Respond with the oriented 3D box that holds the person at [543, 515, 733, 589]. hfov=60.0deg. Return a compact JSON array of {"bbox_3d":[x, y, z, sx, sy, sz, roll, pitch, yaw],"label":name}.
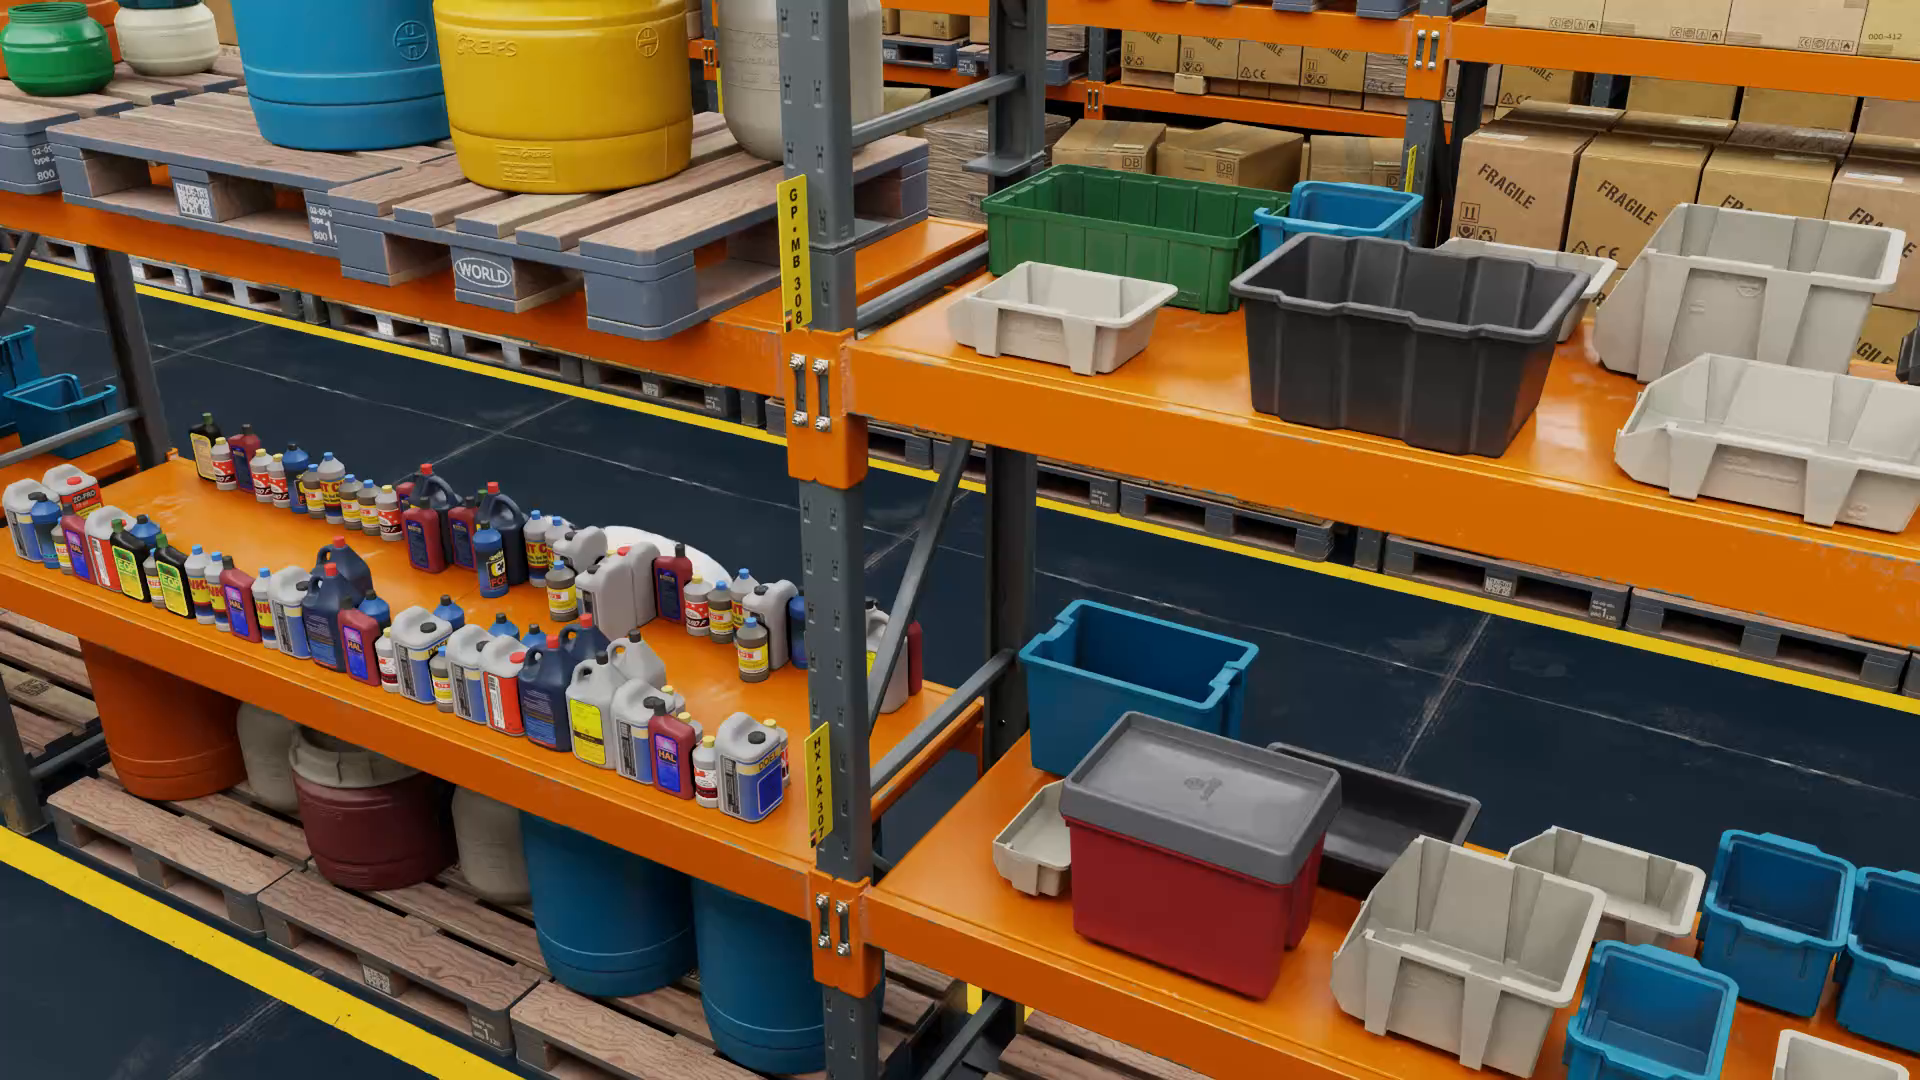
[{"bbox_3d":[-1.401,0.428,7.097,0.958,1.010,0.535,13,29,24],"label":"person"}]
